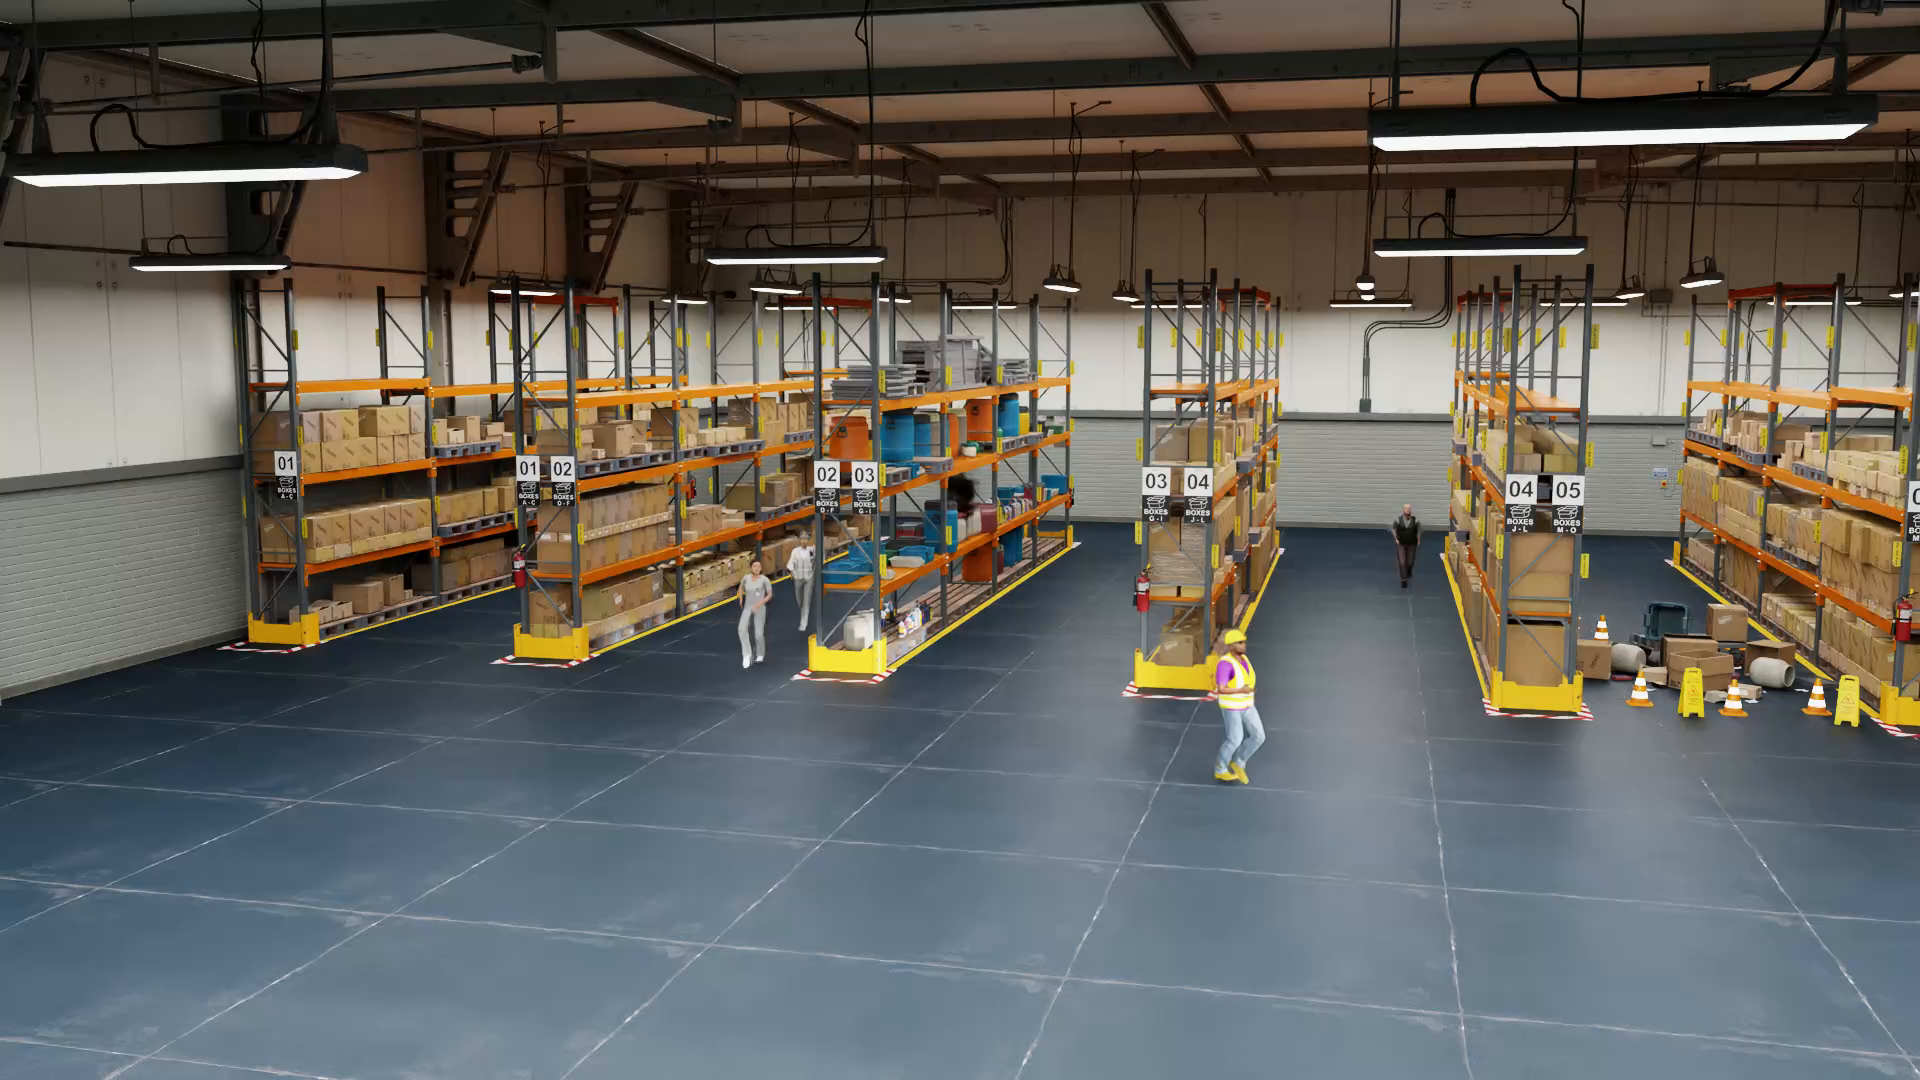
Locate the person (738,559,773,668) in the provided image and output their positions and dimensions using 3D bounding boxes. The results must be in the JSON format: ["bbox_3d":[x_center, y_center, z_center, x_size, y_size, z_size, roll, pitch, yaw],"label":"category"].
[{"bbox_3d":[-3.167,1.114,25.660,0.575,1.674,0.668,1,7,8],"label":"person"}]

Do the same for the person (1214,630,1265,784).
[{"bbox_3d":[3.165,1.898,18.733,0.677,1.771,0.649,-7,10,-44],"label":"person"}]

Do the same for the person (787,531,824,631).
[{"bbox_3d":[-2.641,0.673,28.366,0.618,1.668,0.848,0,7,3],"label":"person"}]

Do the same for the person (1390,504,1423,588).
[{"bbox_3d":[9.119,0.143,34.007,0.660,1.616,0.649,2,7,13],"label":"person"}]
